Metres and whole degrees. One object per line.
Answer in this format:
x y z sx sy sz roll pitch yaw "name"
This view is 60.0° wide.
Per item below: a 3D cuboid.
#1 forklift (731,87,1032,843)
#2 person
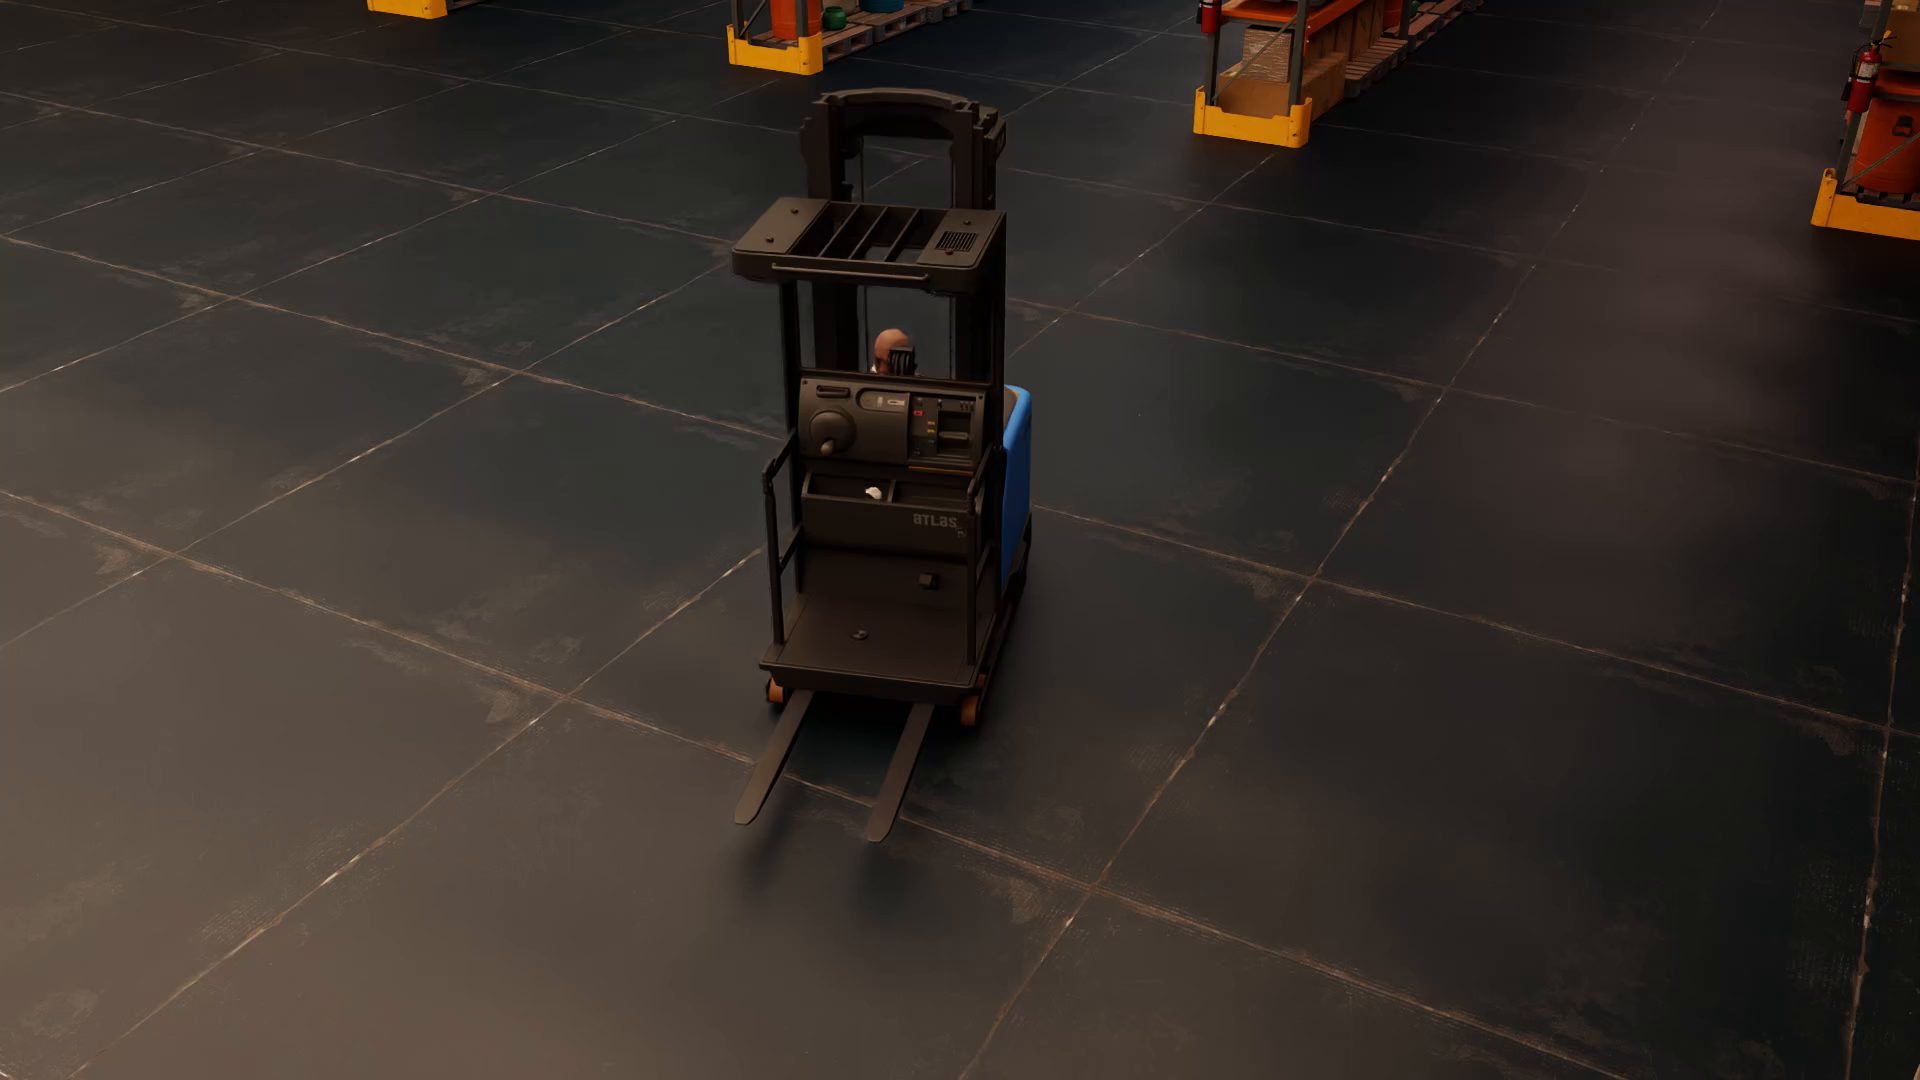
-0.377 -0.529 7.987 1.130 2.935 3.031 6 30 10 "forklift"
-0.503 -0.330 8.873 0.756 1.704 0.803 -18 34 -28 "person"
